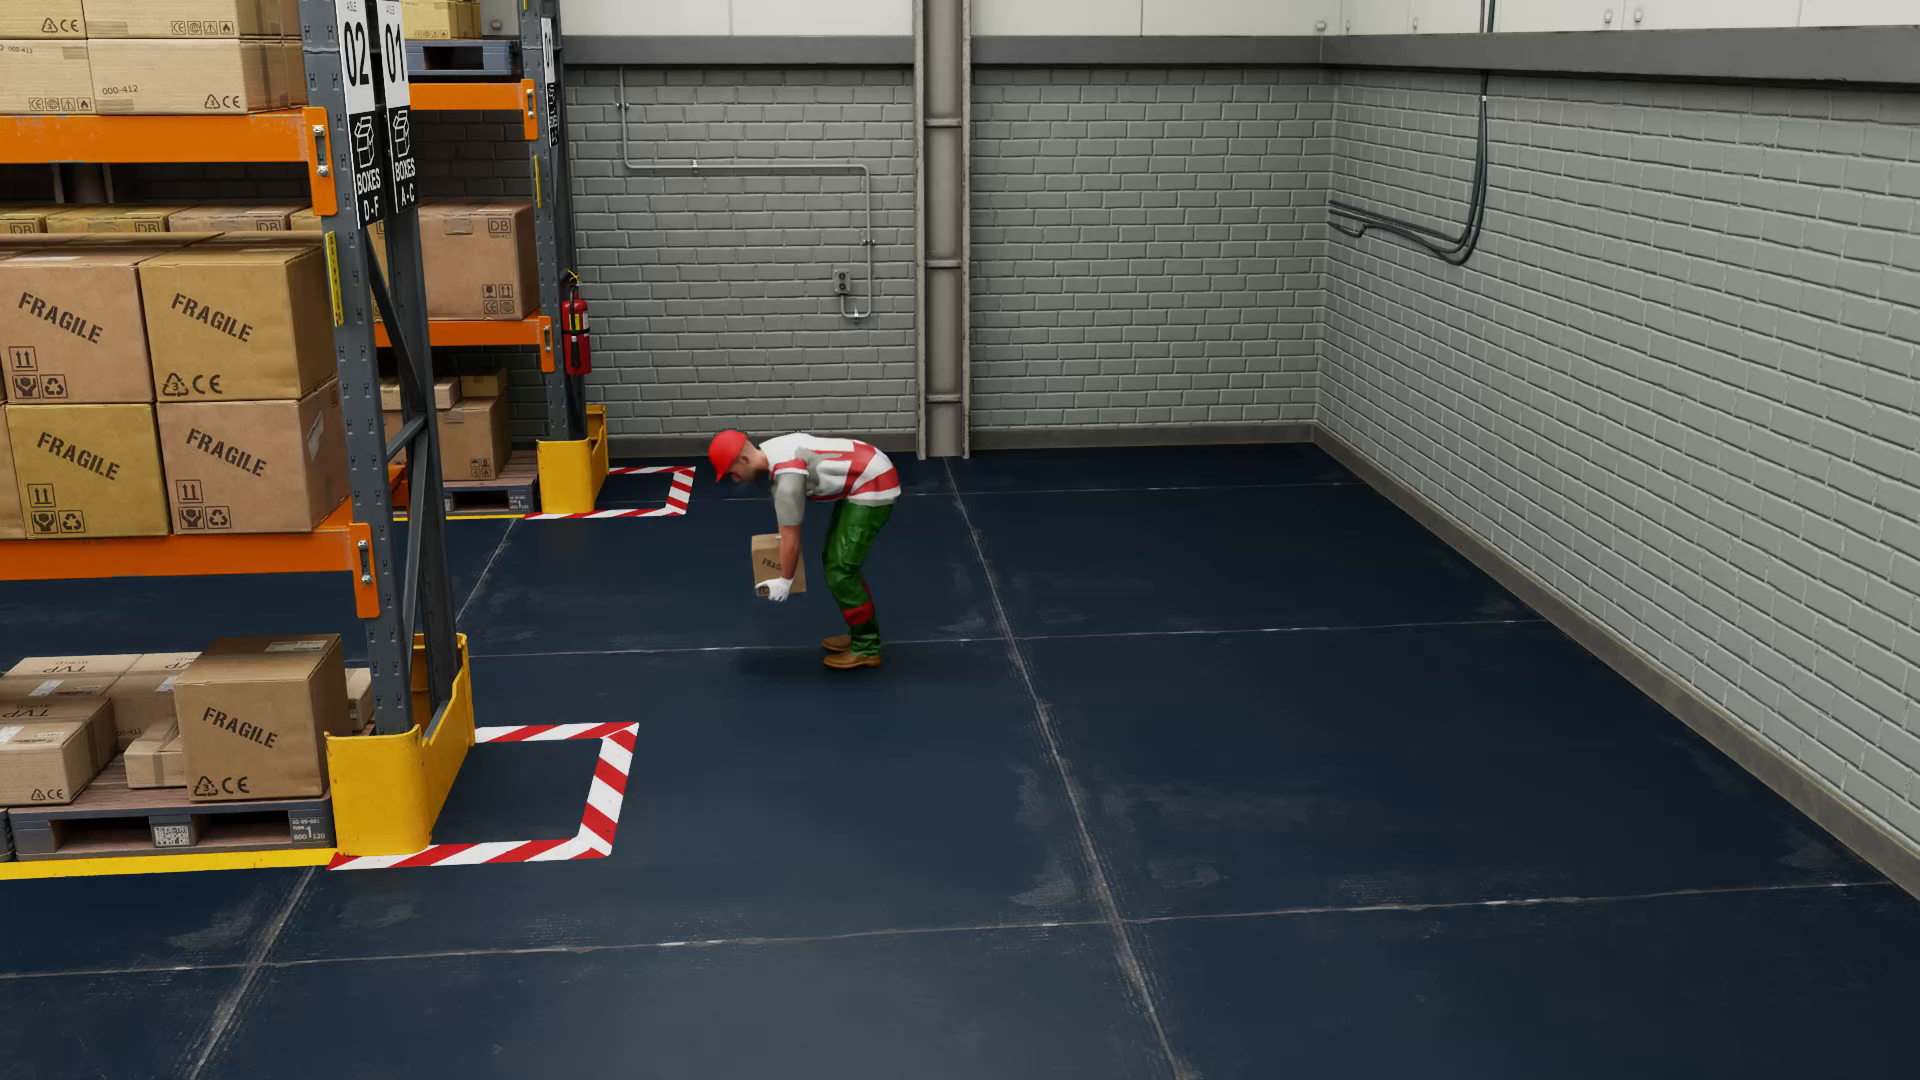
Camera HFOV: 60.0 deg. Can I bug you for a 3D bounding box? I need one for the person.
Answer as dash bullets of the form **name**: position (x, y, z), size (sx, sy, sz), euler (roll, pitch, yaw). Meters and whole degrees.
- **person**: position (-0.771, 0.001, 8.384), size (0.949, 1.159, 0.493), euler (-2, 17, -7)
